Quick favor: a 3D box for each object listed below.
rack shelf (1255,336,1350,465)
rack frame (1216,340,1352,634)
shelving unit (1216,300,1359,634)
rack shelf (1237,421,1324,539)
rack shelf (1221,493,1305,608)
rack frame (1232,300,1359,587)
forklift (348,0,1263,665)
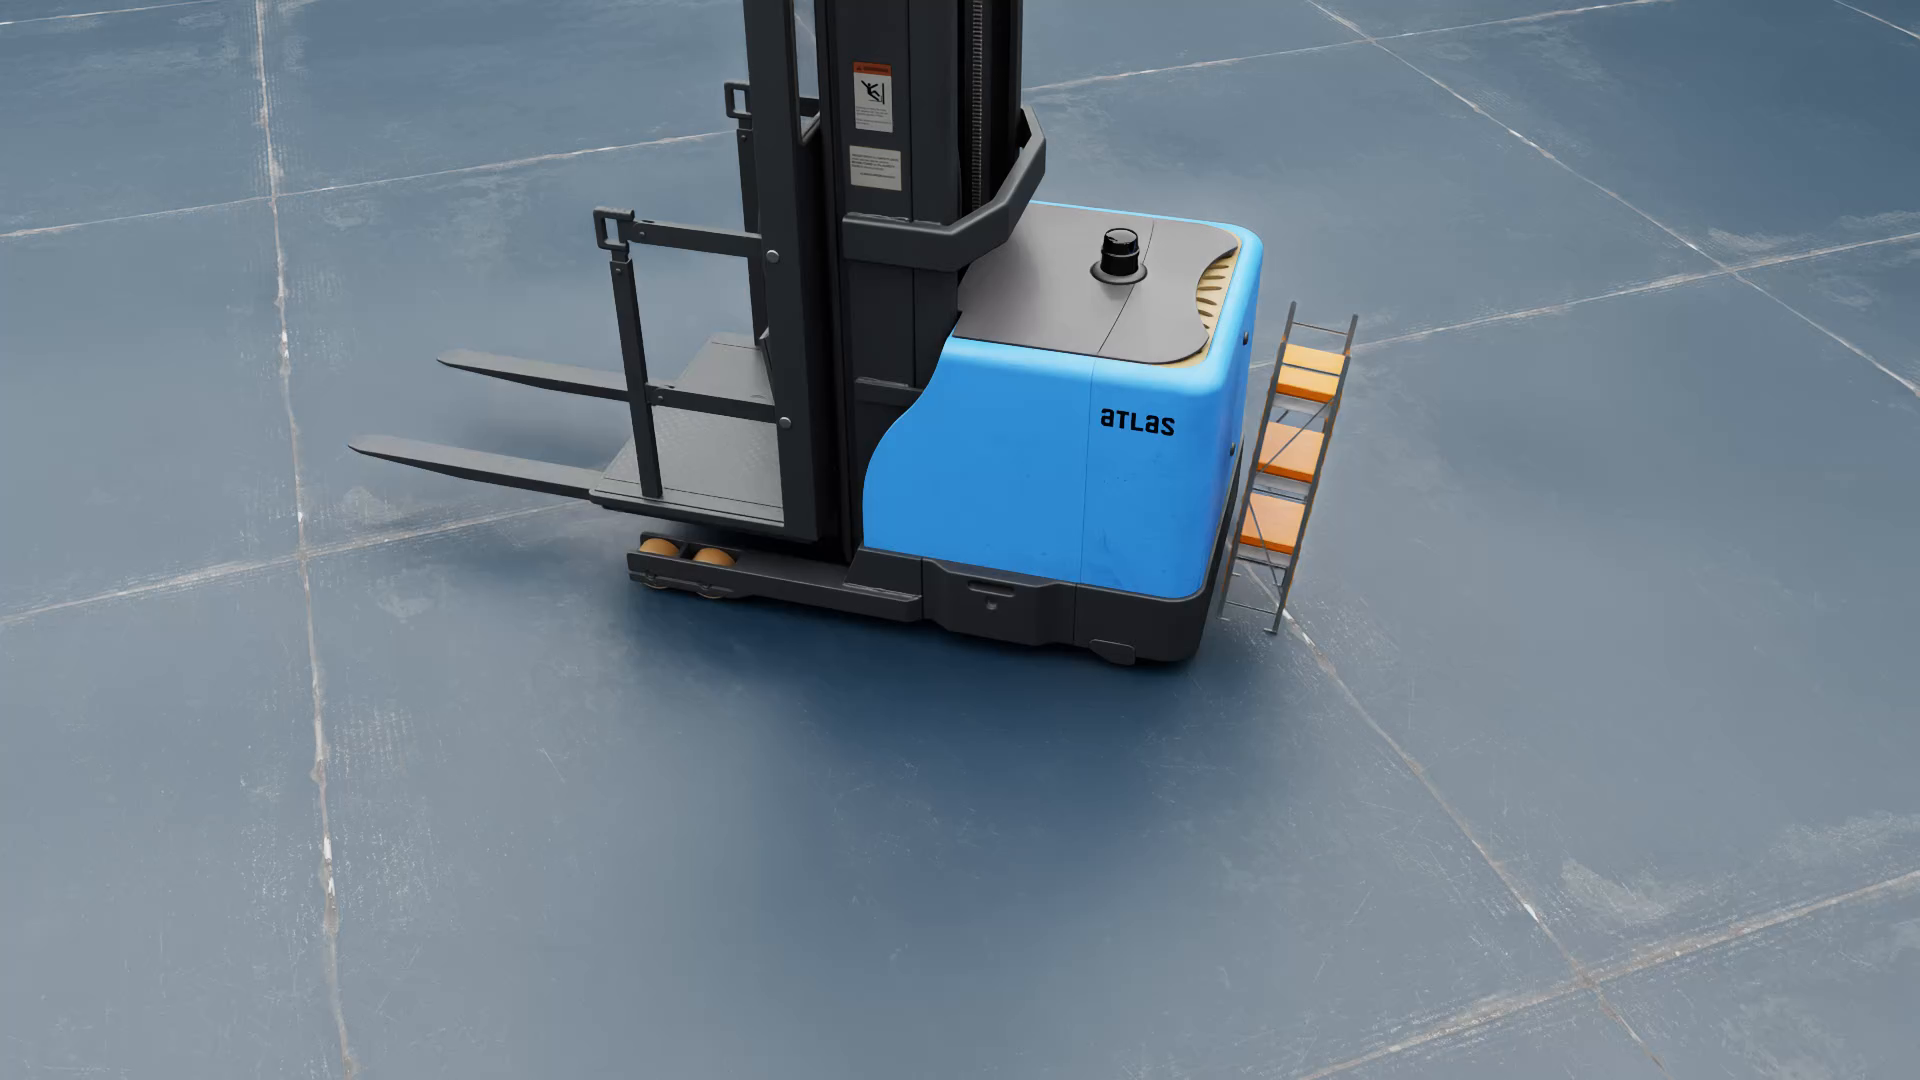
[{"bbox_3d":[1.023,-0.418,4.966,0.215,0.259,0.240,14,39,9],"label":"rack shelf"},{"bbox_3d":[0.968,-0.134,5.041,0.200,1.050,0.008,14,39,9],"label":"rack frame"},{"bbox_3d":[1.001,-0.205,5.135,0.215,1.050,0.252,14,39,9],"label":"shelving unit"},{"bbox_3d":[1.000,-0.196,5.142,0.215,0.259,0.240,14,39,9],"label":"rack shelf"},{"bbox_3d":[0.977,0.021,5.314,0.215,0.259,0.240,14,39,9],"label":"rack shelf"},{"bbox_3d":[1.034,-0.275,5.229,0.200,1.050,0.008,14,39,9],"label":"rack frame"},{"bbox_3d":[-0.599,-1.272,5.002,3.031,2.935,1.130,10,38,12],"label":"forklift"}]
